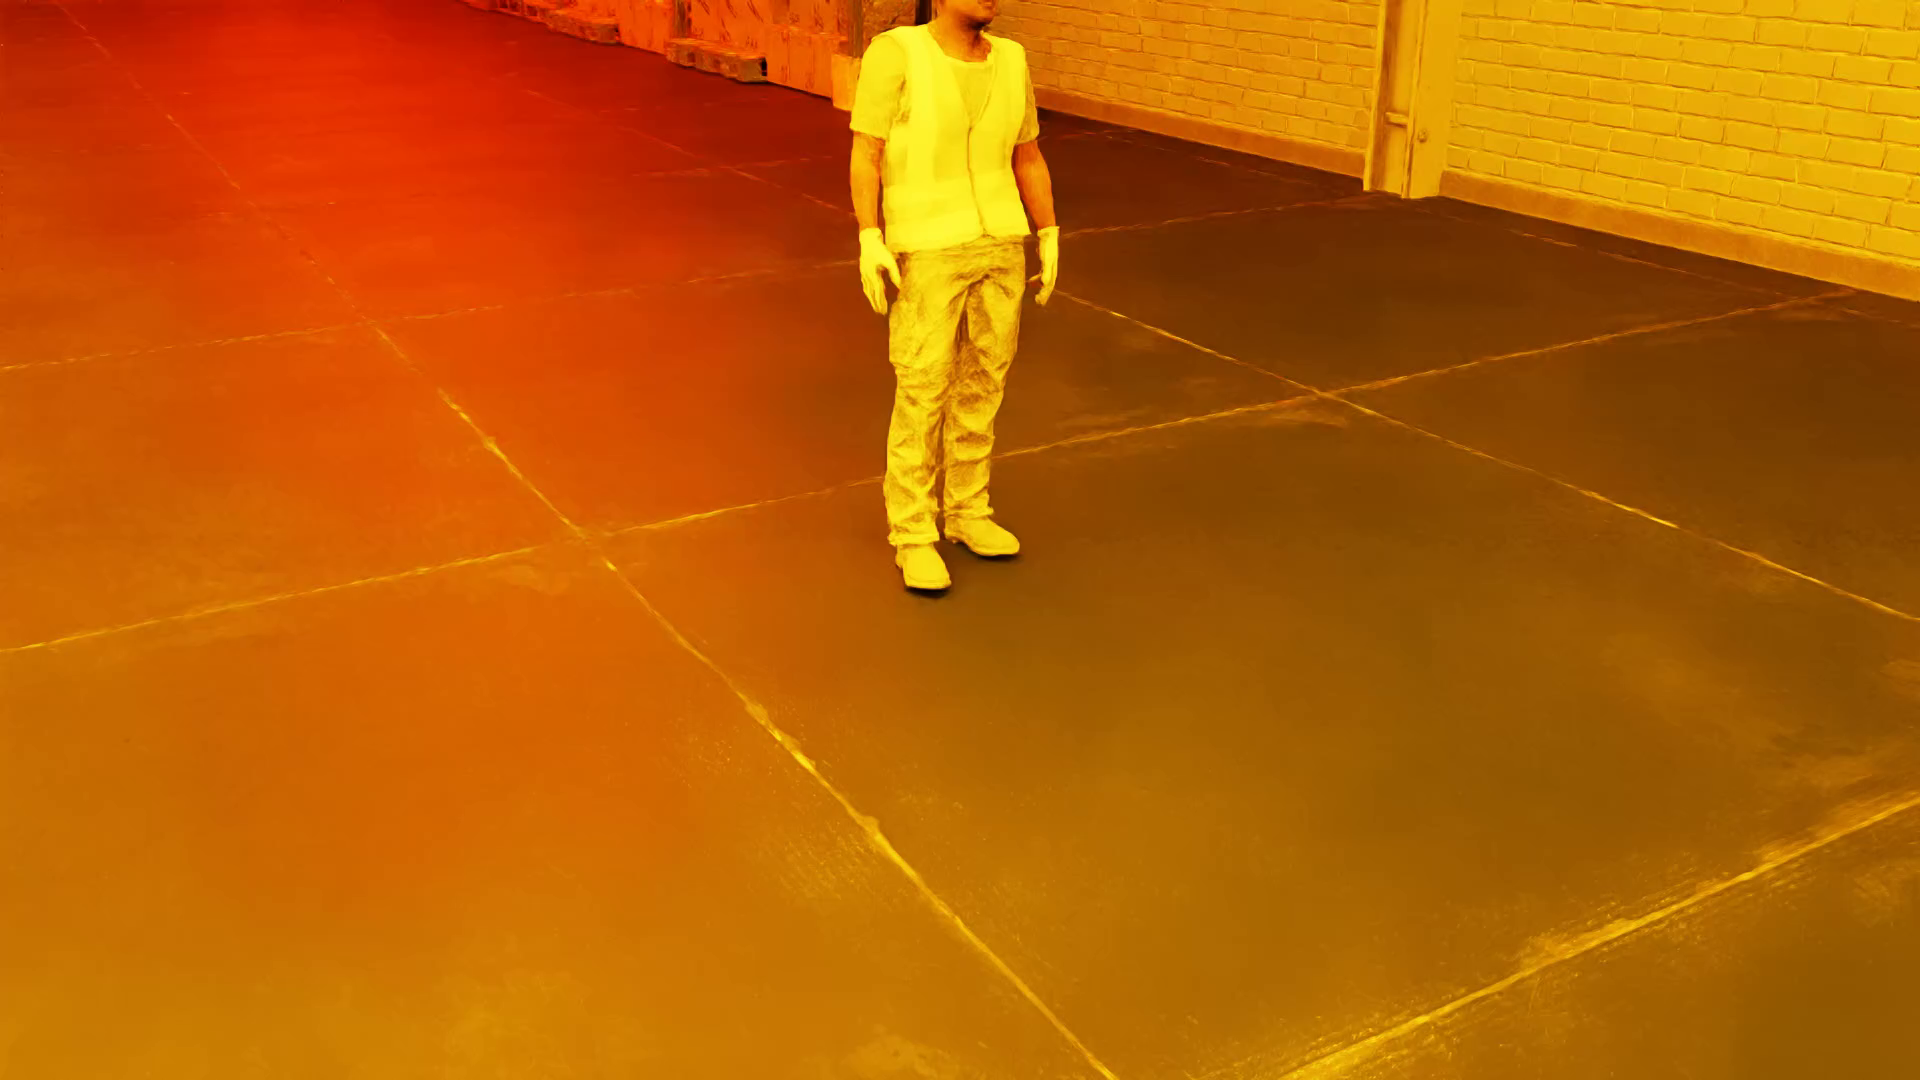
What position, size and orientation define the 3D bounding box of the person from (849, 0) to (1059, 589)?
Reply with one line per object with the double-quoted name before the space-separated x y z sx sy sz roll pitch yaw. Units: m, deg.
"person" 0.029 -0.806 4.732 0.655 1.782 0.576 -12 25 -28
